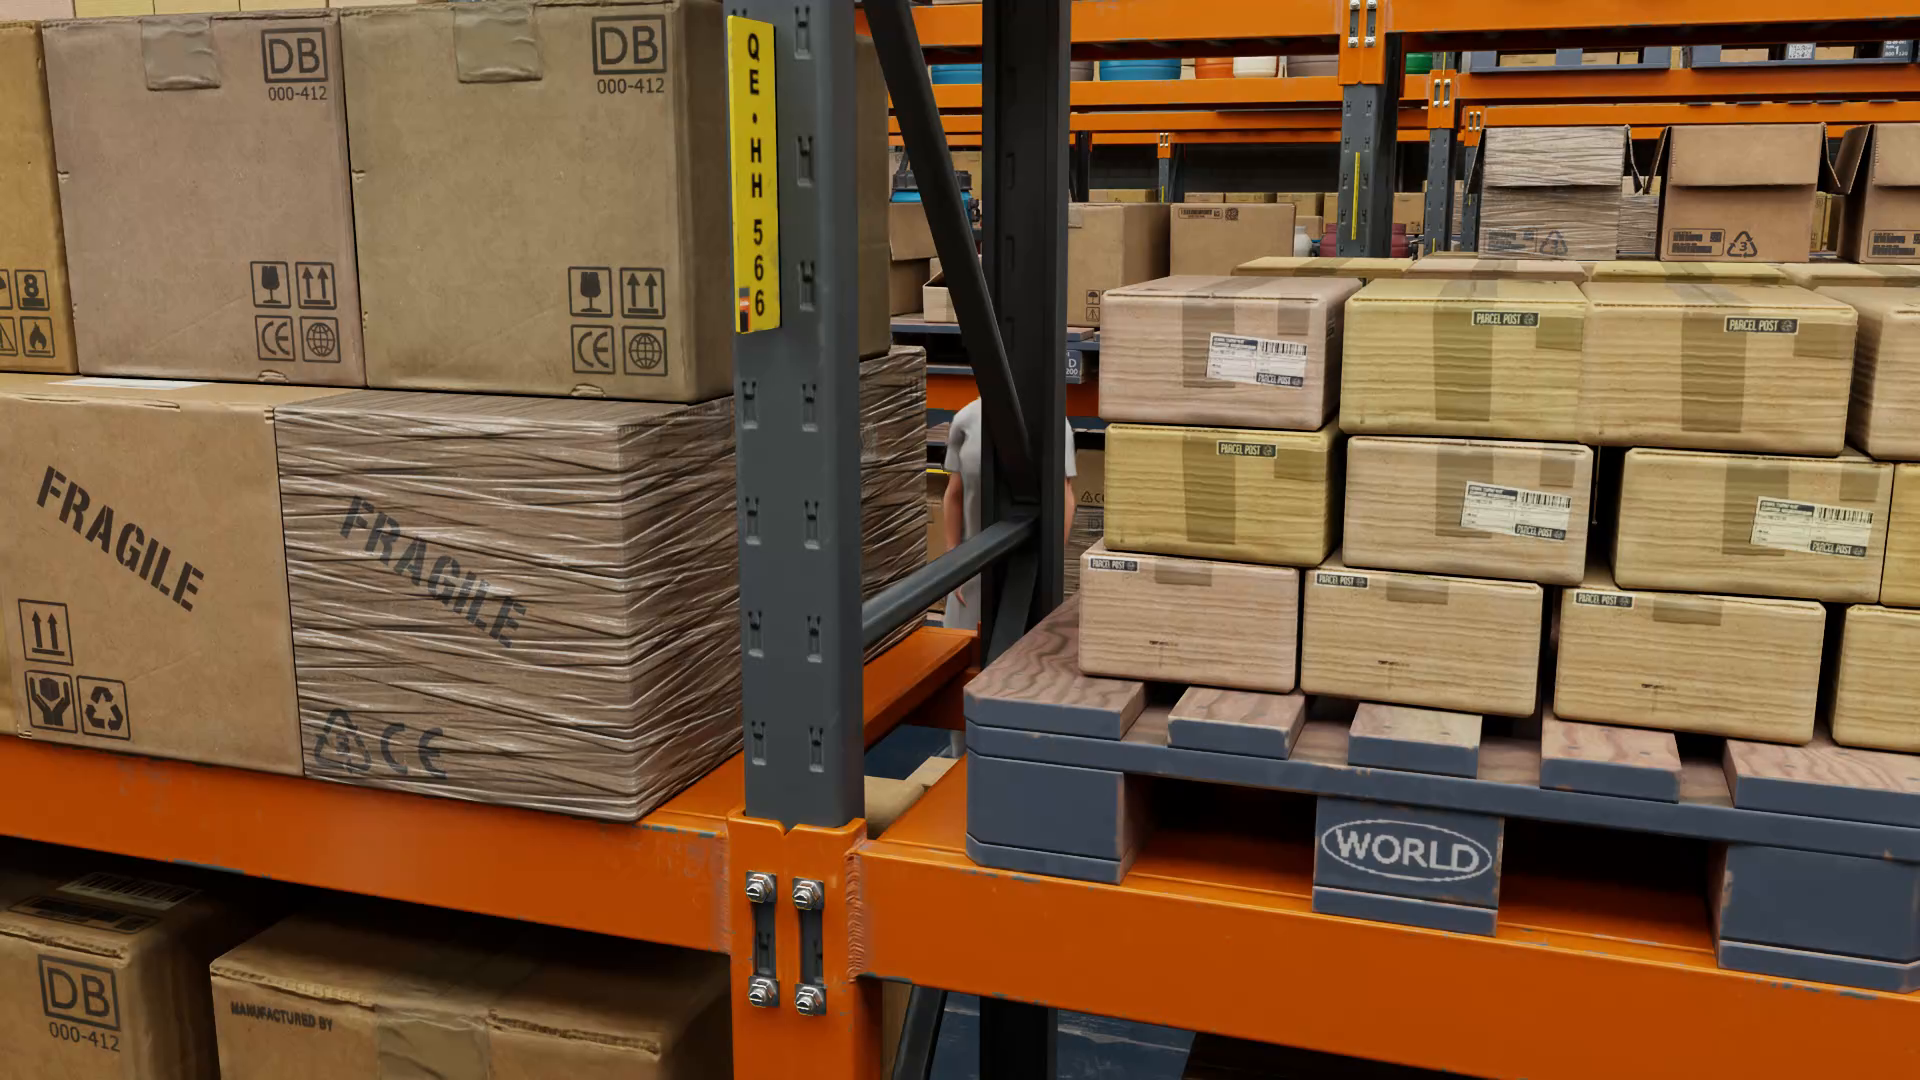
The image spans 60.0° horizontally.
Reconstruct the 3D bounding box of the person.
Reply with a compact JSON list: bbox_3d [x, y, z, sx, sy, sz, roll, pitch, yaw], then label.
[{"bbox_3d":[0.161,0.108,5.592,0.461,1.628,0.387,4,13,20],"label":"person"}]
